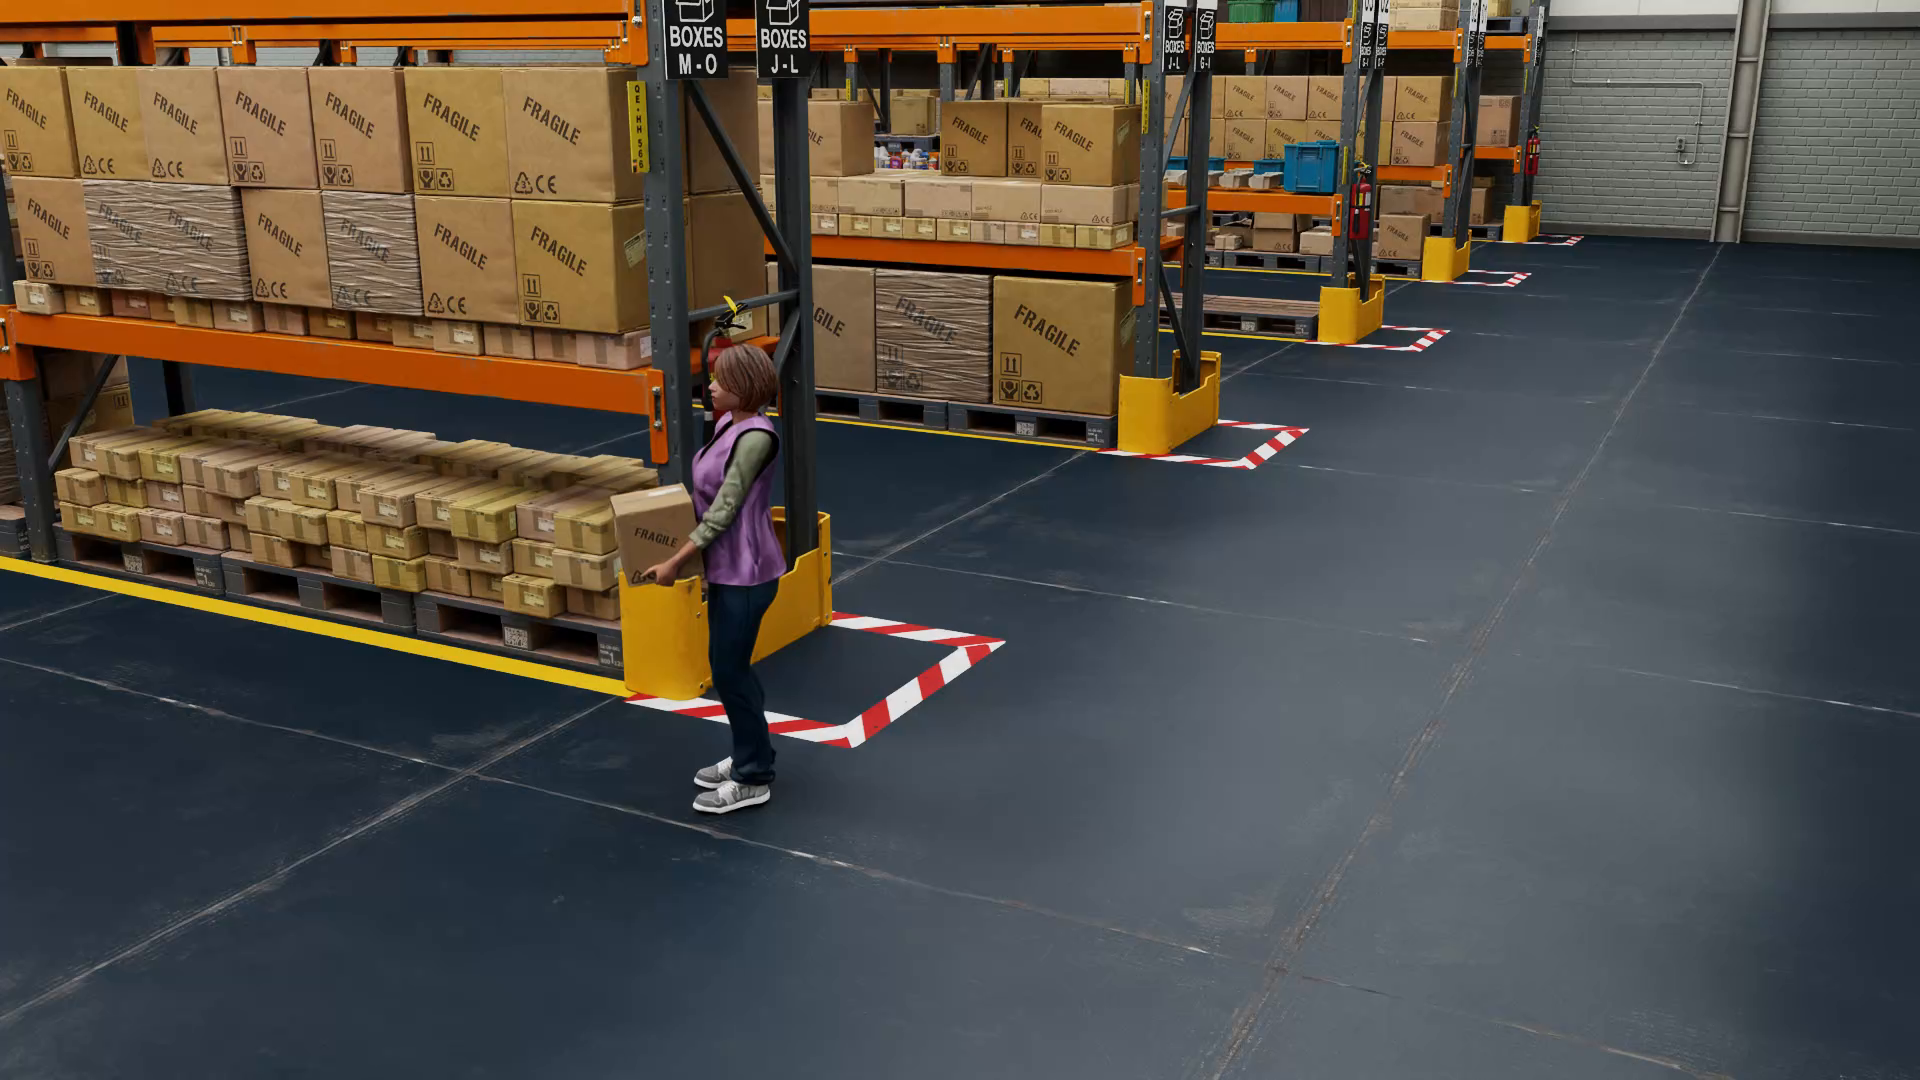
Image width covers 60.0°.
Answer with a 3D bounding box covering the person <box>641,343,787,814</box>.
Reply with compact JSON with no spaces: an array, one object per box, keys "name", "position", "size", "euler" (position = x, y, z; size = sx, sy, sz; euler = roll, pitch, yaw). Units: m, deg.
[{"name":"person","position":[-0.833,0.134,5.595],"size":[0.494,1.594,0.404],"euler":[-5,17,-15]}]
